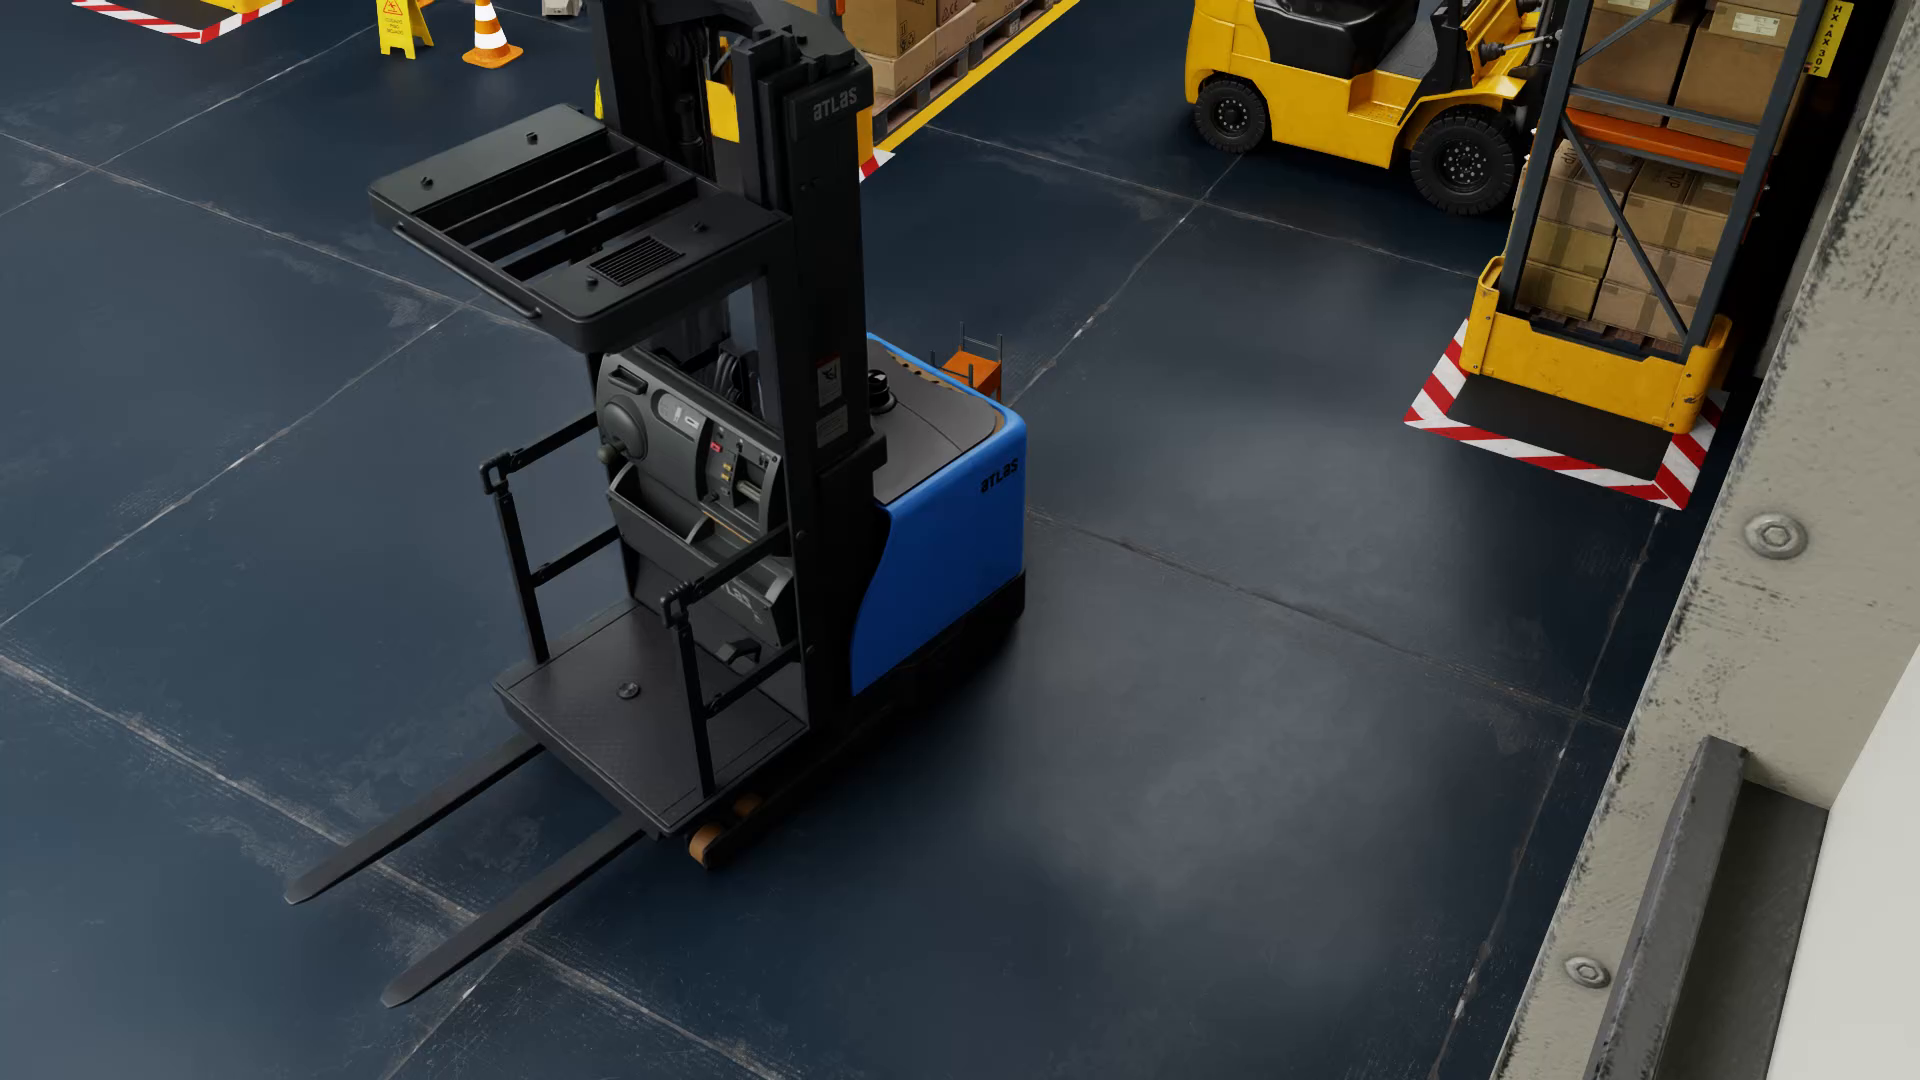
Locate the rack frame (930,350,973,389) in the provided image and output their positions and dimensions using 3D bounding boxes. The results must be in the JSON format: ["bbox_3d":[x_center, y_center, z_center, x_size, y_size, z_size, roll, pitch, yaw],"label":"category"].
[{"bbox_3d":[-0.034,-0.355,7.174,0.200,1.050,0.008,21,45,22],"label":"rack frame"}]

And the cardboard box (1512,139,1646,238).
[{"bbox_3d":[3.120,-1.801,8.347,0.500,0.250,0.500,22,46,23],"label":"cardboard box"}]

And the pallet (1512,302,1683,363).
[{"bbox_3d":[3.506,-1.338,8.926,1.003,0.211,1.213,21,45,22],"label":"pallet"}]

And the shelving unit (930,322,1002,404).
[{"bbox_3d":[0.027,-0.425,7.253,0.215,1.050,0.252,21,45,22],"label":"shelving unit"}]

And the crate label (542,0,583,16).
[{"bbox_3d":[-2.833,-3.814,11.793,0.250,0.136,0.298,0,41,0],"label":"crate label"}]

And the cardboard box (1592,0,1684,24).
[{"bbox_3d":[3.090,-2.505,7.574,0.380,0.149,0.250,22,46,23],"label":"cardboard box"}]

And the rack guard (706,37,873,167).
[{"bbox_3d":[-1.102,-2.678,10.229,1.175,0.500,0.348,21,45,22],"label":"rack guard"}]

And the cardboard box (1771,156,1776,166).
[{"bbox_3d":[4.589,-2.426,9.814,0.500,0.250,0.500,21,46,22],"label":"cardboard box"}]

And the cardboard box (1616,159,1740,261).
[{"bbox_3d":[3.564,-1.647,8.172,0.500,0.250,0.500,20,45,21],"label":"cardboard box"}]

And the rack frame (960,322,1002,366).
[{"bbox_3d":[0.088,-0.494,7.333,0.200,1.050,0.008,21,45,22],"label":"rack frame"}]

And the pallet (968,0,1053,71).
[{"bbox_3d":[-0.054,-3.718,11.628,1.003,0.211,1.213,21,45,22],"label":"pallet"}]

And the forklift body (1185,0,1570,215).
[{"bbox_3d":[2.529,-3.303,9.689,2.313,2.155,1.214,21,45,22],"label":"forklift body"}]

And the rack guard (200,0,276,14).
[{"bbox_3d":[-5.488,-4.200,11.957,1.175,0.500,0.348,21,45,22],"label":"rack guard"}]

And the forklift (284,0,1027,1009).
[{"bbox_3d":[-1.094,-0.271,5.655,1.130,2.935,3.031,32,50,31],"label":"forklift"}]

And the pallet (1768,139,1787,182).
[{"bbox_3d":[4.727,-2.735,10.511,1.003,0.211,1.213,21,45,22],"label":"pallet"}]

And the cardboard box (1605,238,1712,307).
[{"bbox_3d":[3.574,-1.447,8.324,0.500,0.250,0.500,22,46,23],"label":"cardboard box"}]

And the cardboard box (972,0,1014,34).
[{"bbox_3d":[0.027,-3.675,11.231,0.500,0.250,0.500,24,47,25],"label":"cardboard box"}]

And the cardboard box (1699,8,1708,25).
[{"bbox_3d":[3.446,-2.633,8.210,0.500,0.500,0.500,22,46,23],"label":"cardboard box"}]

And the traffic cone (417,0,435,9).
[{"bbox_3d":[-3.981,-4.034,11.797,0.336,0.463,0.334,21,45,22],"label":"traffic cone"}]

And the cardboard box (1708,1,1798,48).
[{"bbox_3d":[3.553,-2.323,7.367,0.380,0.149,0.250,20,45,21],"label":"cardboard box"}]

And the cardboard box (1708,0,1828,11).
[{"bbox_3d":[3.889,-2.468,8.023,0.500,0.500,0.500,22,46,23],"label":"cardboard box"}]

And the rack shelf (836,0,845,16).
[{"bbox_3d":[-0.139,-4.447,10.890,1.077,0.370,4.000,21,45,22],"label":"rack shelf"}]

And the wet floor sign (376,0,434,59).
[{"bbox_3d":[-3.777,-3.597,11.162,0.267,0.644,0.232,14,43,15],"label":"wet floor sign"}]

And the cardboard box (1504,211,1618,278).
[{"bbox_3d":[3.132,-1.629,8.530,0.500,0.250,0.500,20,45,22],"label":"cardboard box"}]

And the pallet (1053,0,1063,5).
[{"bbox_3d":[0.556,-4.419,12.424,1.003,0.211,1.213,21,45,22],"label":"pallet"}]

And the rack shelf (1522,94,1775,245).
[{"bbox_3d":[4.160,-2.808,9.029,1.077,0.370,4.000,21,45,22],"label":"rack shelf"}]

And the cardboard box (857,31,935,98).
[{"bbox_3d":[-0.497,-3.069,10.543,0.500,0.250,0.500,21,45,22],"label":"cardboard box"}]

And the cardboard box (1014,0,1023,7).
[{"bbox_3d":[0.282,-3.963,11.559,0.500,0.250,0.500,22,46,23],"label":"cardboard box"}]

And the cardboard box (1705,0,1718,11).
[{"bbox_3d":[3.622,-2.485,7.551,0.380,0.149,0.250,21,45,22],"label":"cardboard box"}]

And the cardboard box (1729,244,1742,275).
[{"bbox_3d":[3.850,-1.555,8.825,0.500,0.250,0.500,21,46,22],"label":"cardboard box"}]

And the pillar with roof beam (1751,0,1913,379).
[{"bbox_3d":[0.561,-5.709,7.239,9.100,9.000,0.400,21,45,22],"label":"pillar with roof beam"}]

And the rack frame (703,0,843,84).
[{"bbox_3d":[-1.140,-3.573,9.353,1.000,3.000,0.127,21,45,22],"label":"rack frame"}]

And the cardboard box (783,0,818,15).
[{"bbox_3d":[-0.965,-3.525,10.494,0.500,0.500,0.500,21,46,22],"label":"cardboard box"}]

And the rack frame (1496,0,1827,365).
[{"bbox_3d":[3.159,-1.933,7.491,1.000,3.000,0.127,21,45,22],"label":"rack frame"}]

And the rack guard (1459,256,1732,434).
[{"bbox_3d":[3.147,-0.982,8.302,1.175,0.500,0.348,21,45,22],"label":"rack guard"}]

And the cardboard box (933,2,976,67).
[{"bbox_3d":[-0.235,-3.358,10.872,0.500,0.250,0.500,23,46,24],"label":"cardboard box"}]

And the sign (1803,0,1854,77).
[{"bbox_3d":[3.637,-2.101,6.967,0.100,0.325,0.005,21,45,22],"label":"sign"}]

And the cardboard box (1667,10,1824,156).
[{"bbox_3d":[3.648,-2.163,7.676,0.500,0.500,0.500,22,46,23],"label":"cardboard box"}]

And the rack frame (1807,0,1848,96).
[{"bbox_3d":[5.161,-4.222,10.090,1.000,3.000,0.127,21,45,22],"label":"rack frame"}]

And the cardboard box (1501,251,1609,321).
[{"bbox_3d":[3.121,-1.432,8.685,0.500,0.250,0.500,21,46,22],"label":"cardboard box"}]

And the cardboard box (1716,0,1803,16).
[{"bbox_3d":[3.512,-2.448,7.284,0.380,0.149,0.250,20,45,21],"label":"cardboard box"}]

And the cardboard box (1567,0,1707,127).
[{"bbox_3d":[3.178,-2.339,7.877,0.500,0.500,0.500,20,45,21],"label":"cardboard box"}]

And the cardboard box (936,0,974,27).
[{"bbox_3d":[-0.228,-3.665,10.652,0.500,0.500,0.500,19,45,21],"label":"cardboard box"}]

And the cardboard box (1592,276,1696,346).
[{"bbox_3d":[3.574,-1.275,8.507,0.500,0.250,0.500,21,46,22],"label":"cardboard box"}]

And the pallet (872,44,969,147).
[{"bbox_3d":[-0.665,-3.023,10.839,1.003,0.211,1.213,21,45,22],"label":"pallet"}]

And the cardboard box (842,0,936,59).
[{"bbox_3d":[-0.486,-3.364,10.311,0.500,0.500,0.500,19,45,21],"label":"cardboard box"}]

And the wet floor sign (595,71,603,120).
[{"bbox_3d":[-2.162,-2.934,10.410,0.232,0.644,0.267,-29,49,-29],"label":"wet floor sign"}]

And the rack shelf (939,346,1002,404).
[{"bbox_3d":[0.027,-0.630,7.073,0.215,0.259,0.240,21,45,22],"label":"rack shelf"}]

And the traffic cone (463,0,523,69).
[{"bbox_3d":[-3.173,-3.466,11.151,0.336,0.463,0.334,21,45,22],"label":"traffic cone"}]

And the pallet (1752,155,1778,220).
[{"bbox_3d":[4.117,-2.034,9.715,1.003,0.211,1.213,21,45,22],"label":"pallet"}]
